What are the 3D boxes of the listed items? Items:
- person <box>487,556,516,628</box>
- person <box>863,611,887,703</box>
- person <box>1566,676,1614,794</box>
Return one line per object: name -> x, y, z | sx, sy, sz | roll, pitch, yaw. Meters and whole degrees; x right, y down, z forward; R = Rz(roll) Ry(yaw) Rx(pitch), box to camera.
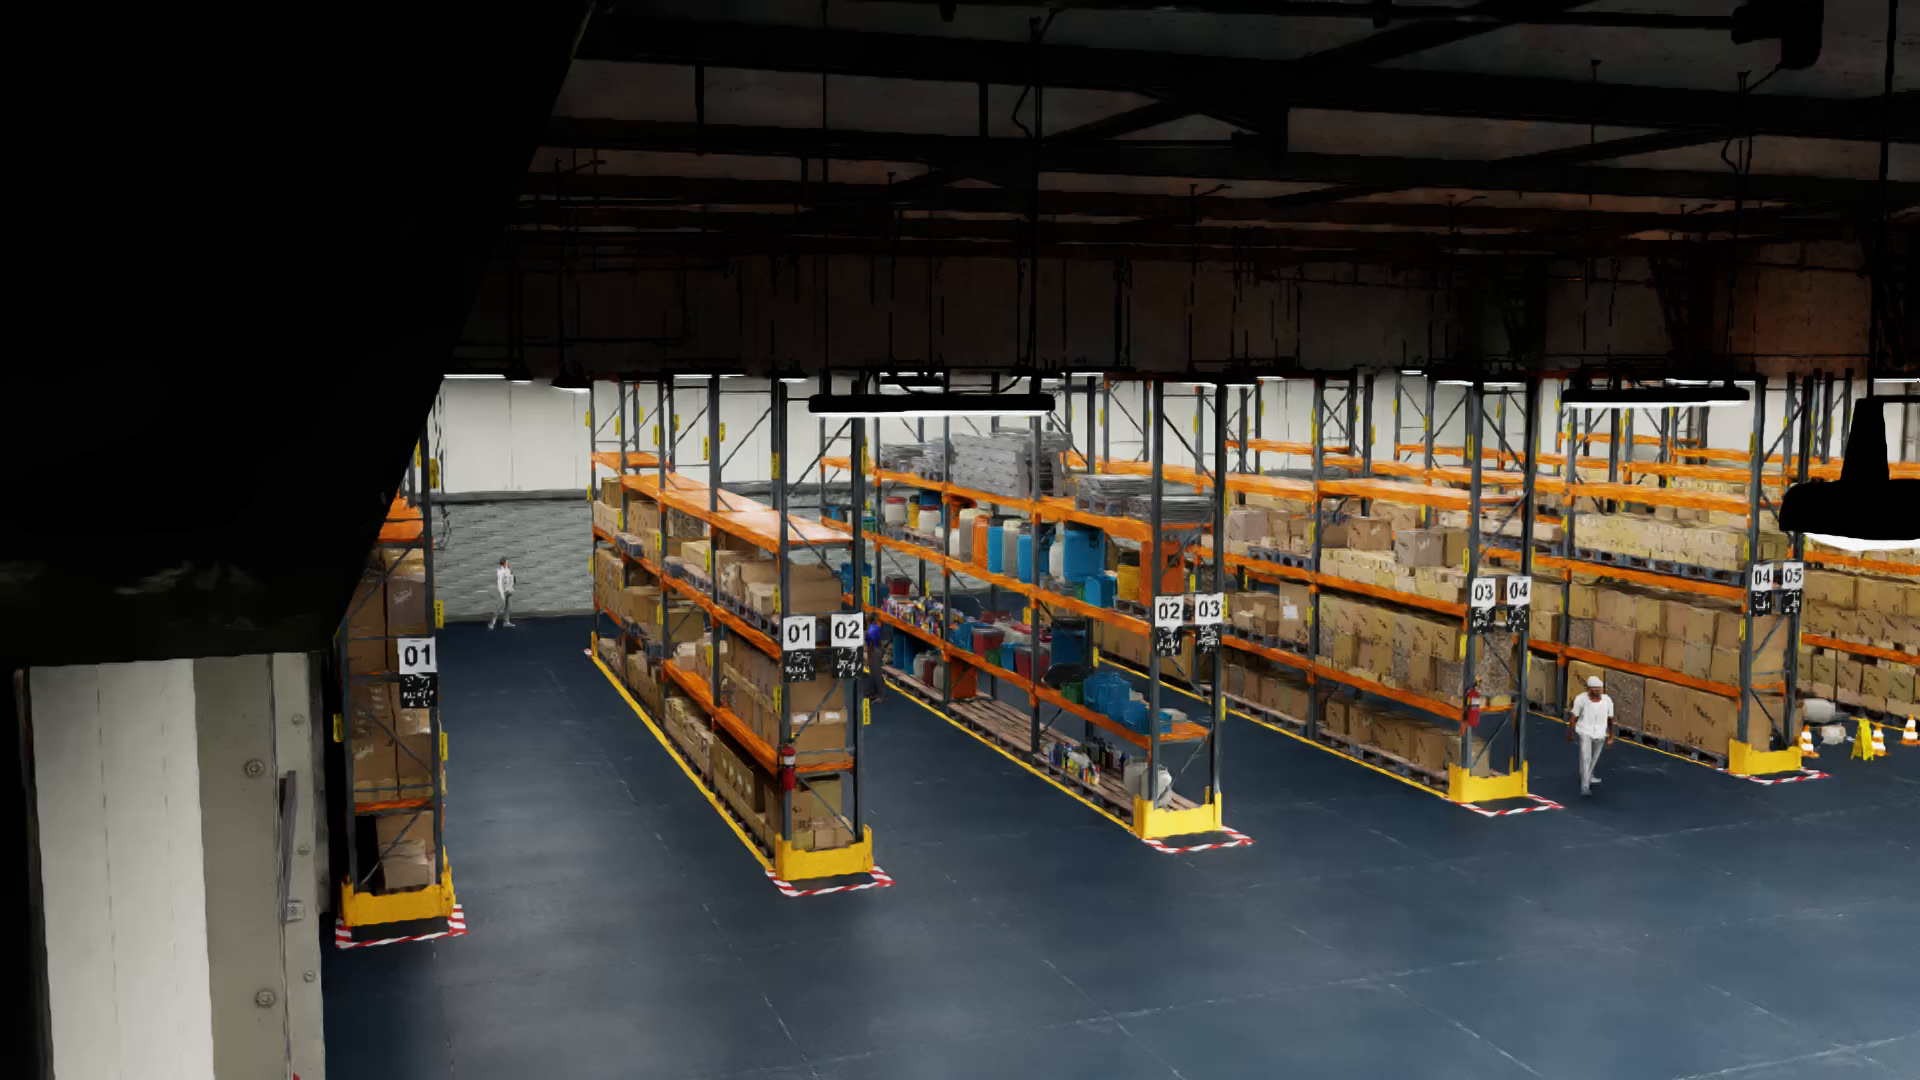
person -> -10.643, 1.214, 38.515 | 0.451, 1.671, 0.651 | 3, 7, 23
person -> -1.593, 2.115, 30.381 | 0.549, 1.642, 0.574 | 1, 6, 10
person -> 9.160, 2.800, 24.126 | 0.617, 1.715, 0.972 | 0, 6, 1
